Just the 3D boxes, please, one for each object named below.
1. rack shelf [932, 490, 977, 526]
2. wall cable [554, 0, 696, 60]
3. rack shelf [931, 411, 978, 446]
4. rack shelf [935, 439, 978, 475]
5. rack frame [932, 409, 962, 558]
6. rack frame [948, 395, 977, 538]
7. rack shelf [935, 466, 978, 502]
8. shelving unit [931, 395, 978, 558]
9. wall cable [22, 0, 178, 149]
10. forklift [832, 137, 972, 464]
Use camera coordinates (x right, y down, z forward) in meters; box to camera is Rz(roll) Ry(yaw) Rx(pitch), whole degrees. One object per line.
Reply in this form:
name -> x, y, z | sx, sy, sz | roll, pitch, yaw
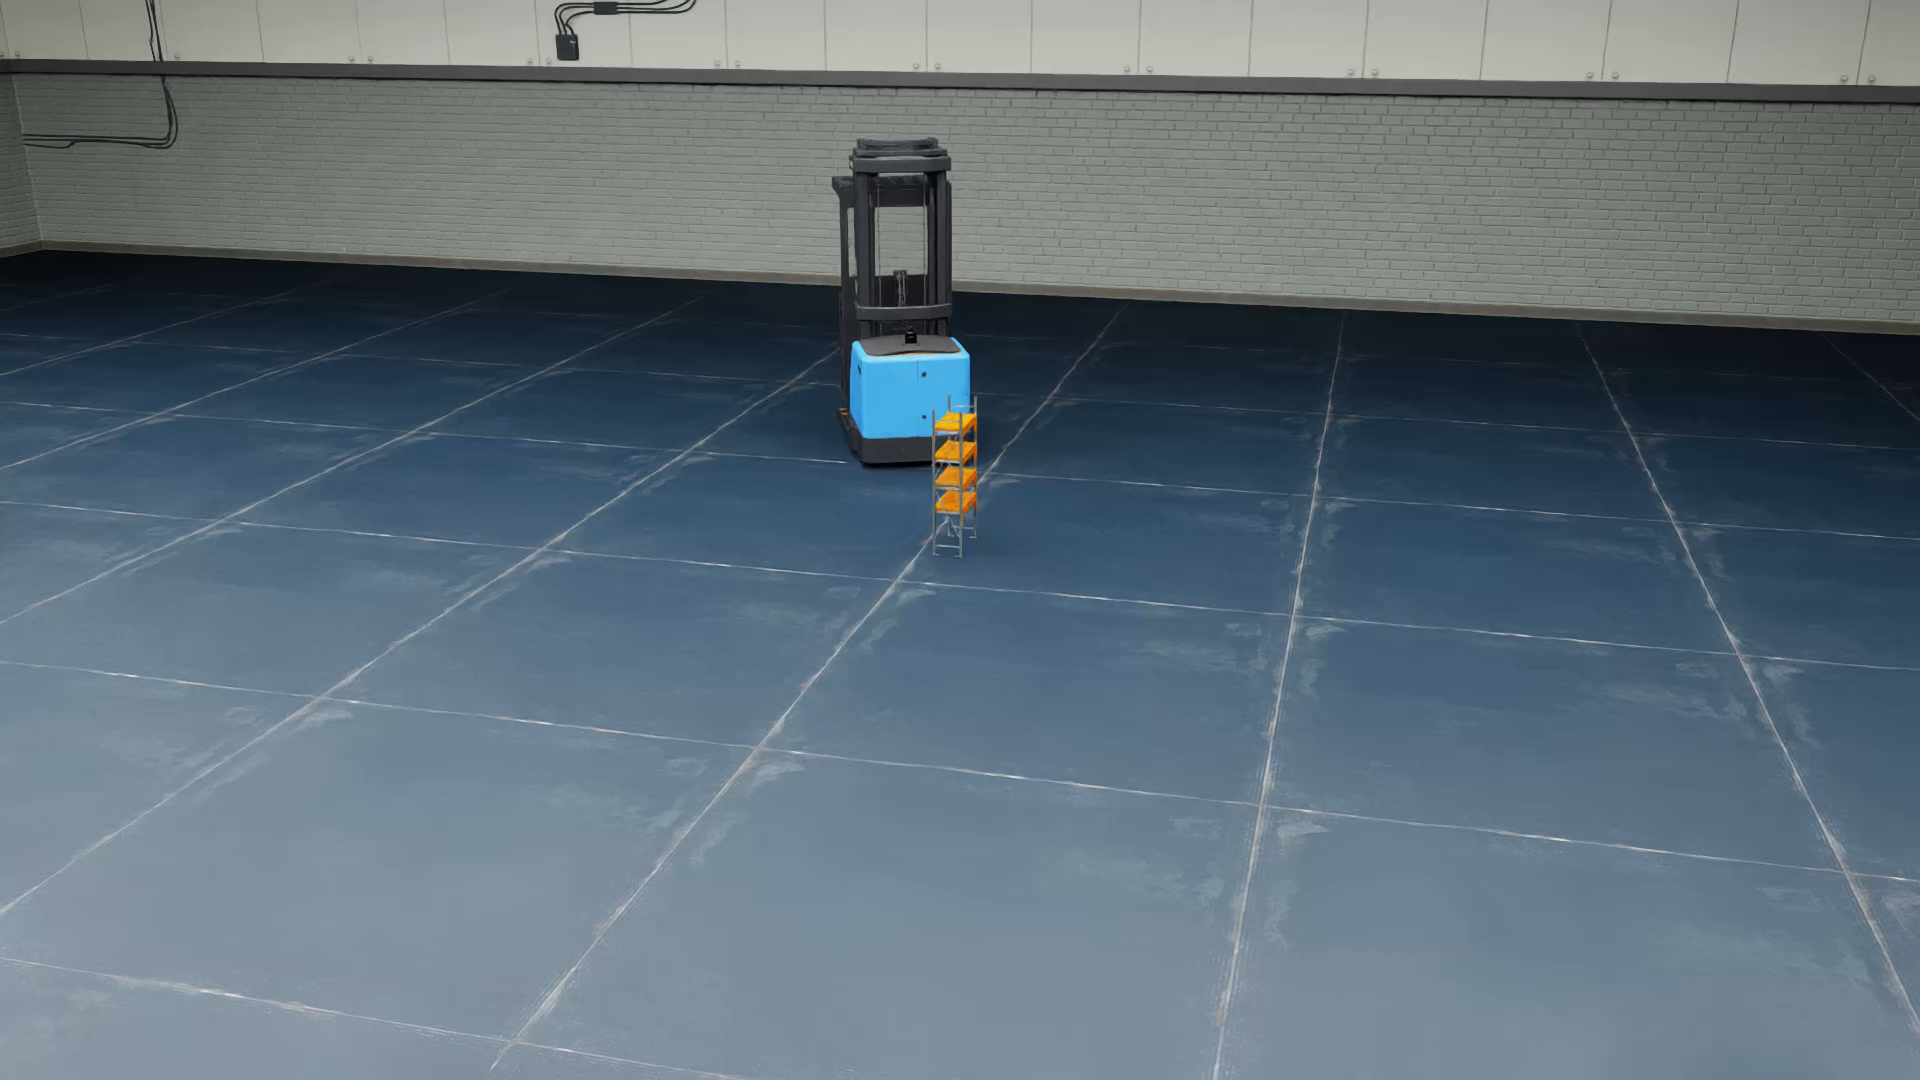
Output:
rack shelf -> -0.040, -0.264, 13.428 | 0.258, 0.148, 0.480 | 5, 19, 13
wall cable -> -4.846, -9.887, 23.451 | 2.305, 6.003, 0.169 | 5, 19, 13
rack shelf -> -0.040, -0.888, 13.215 | 0.258, 0.148, 0.480 | 5, 19, 13
rack shelf -> -0.040, -0.664, 13.291 | 0.258, 0.148, 0.480 | 5, 19, 13
rack frame -> -0.100, -0.439, 13.118 | 0.240, 1.200, 0.015 | 5, 19, 13
rack frame -> 0.019, -0.592, 13.566 | 0.240, 1.200, 0.015 | 5, 19, 13
rack shelf -> -0.040, -0.452, 13.363 | 0.258, 0.148, 0.480 | 5, 19, 13
shelving unit -> -0.040, -0.516, 13.342 | 0.258, 1.200, 0.503 | 5, 19, 13
wall cable -> -14.048, -7.563, 26.712 | 3.097, 2.526, 0.112 | 5, 19, 13
forklift -> -0.668, -2.540, 16.591 | 1.130, 2.935, 3.031 | -3, 19, -10
